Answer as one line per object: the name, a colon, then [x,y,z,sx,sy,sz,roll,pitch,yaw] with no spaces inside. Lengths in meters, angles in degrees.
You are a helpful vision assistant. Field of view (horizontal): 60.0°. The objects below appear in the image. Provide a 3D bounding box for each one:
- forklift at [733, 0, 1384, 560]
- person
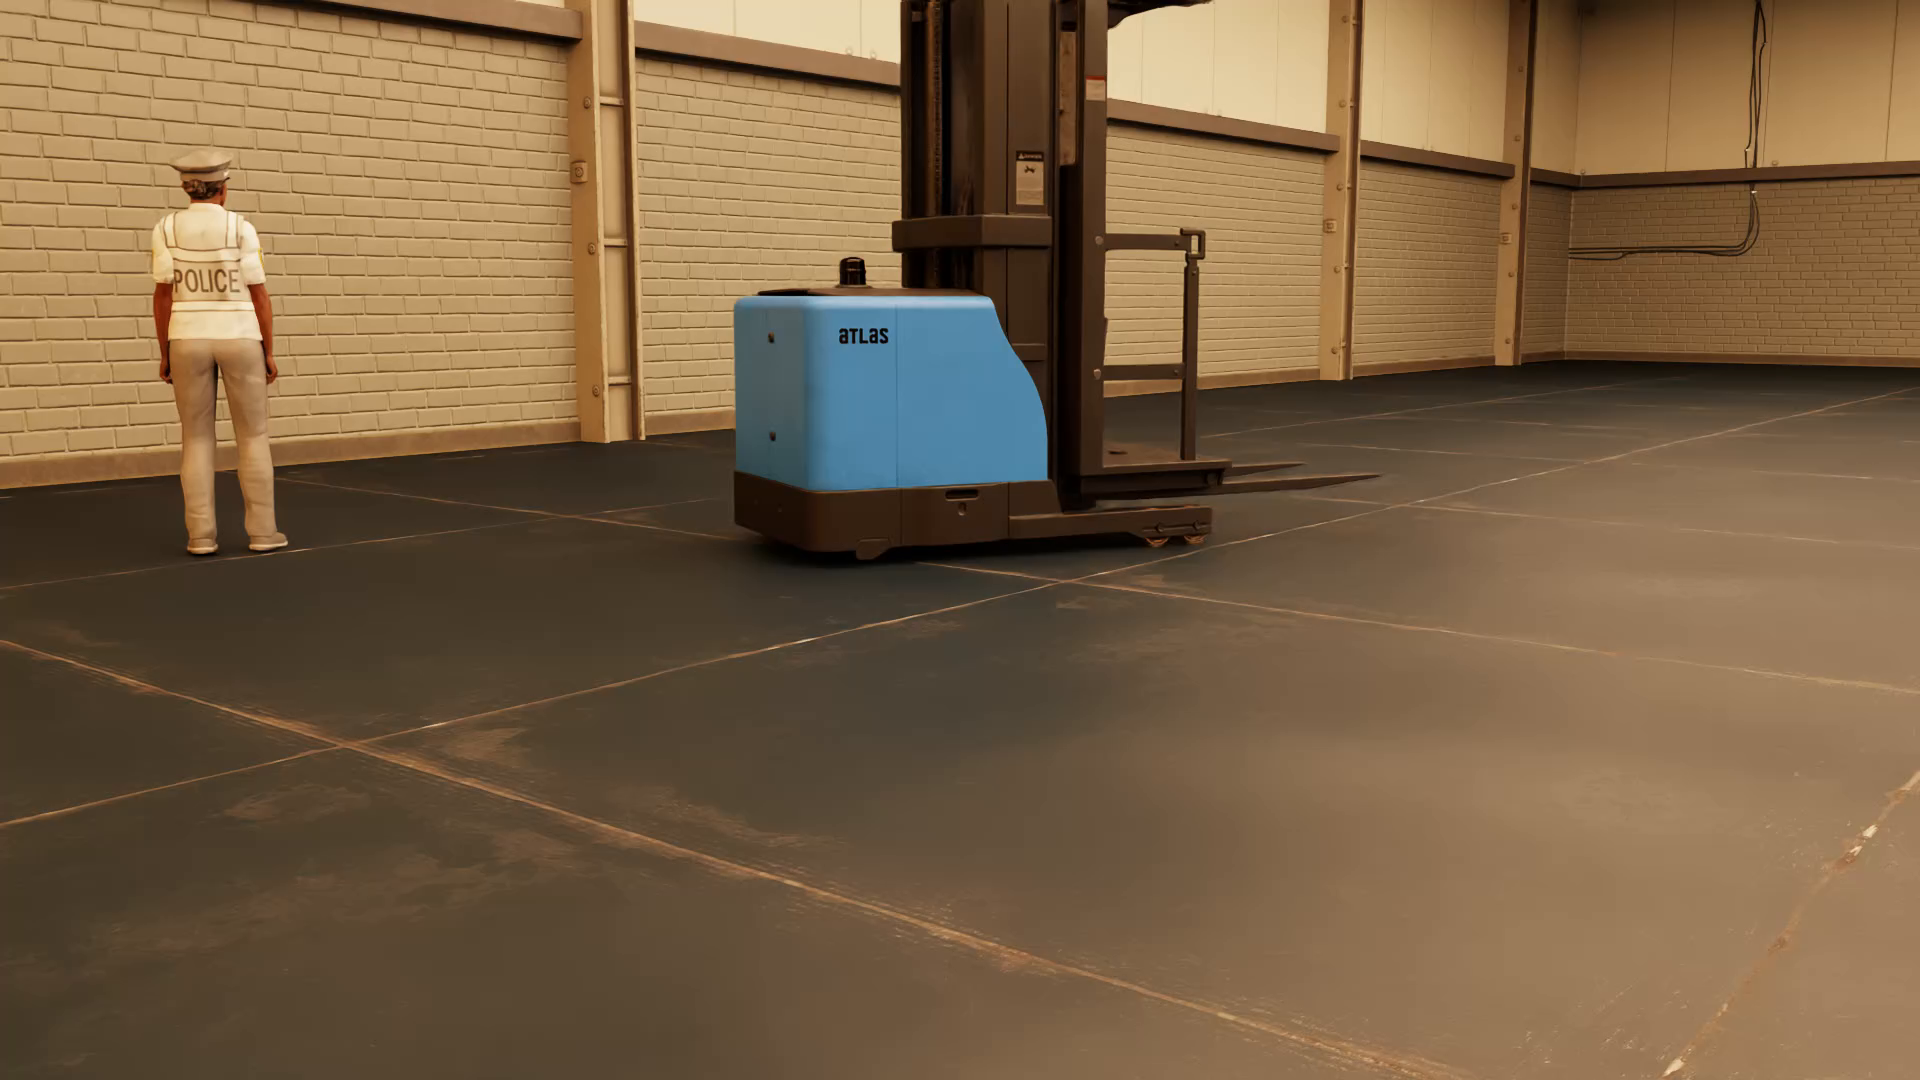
forklift: [0.545,-1.491,7.475,3.031,2.935,1.130,-4,9,-26]
person: [-3.109,-0.786,6.969,0.462,1.689,0.345,-2,9,-16]
